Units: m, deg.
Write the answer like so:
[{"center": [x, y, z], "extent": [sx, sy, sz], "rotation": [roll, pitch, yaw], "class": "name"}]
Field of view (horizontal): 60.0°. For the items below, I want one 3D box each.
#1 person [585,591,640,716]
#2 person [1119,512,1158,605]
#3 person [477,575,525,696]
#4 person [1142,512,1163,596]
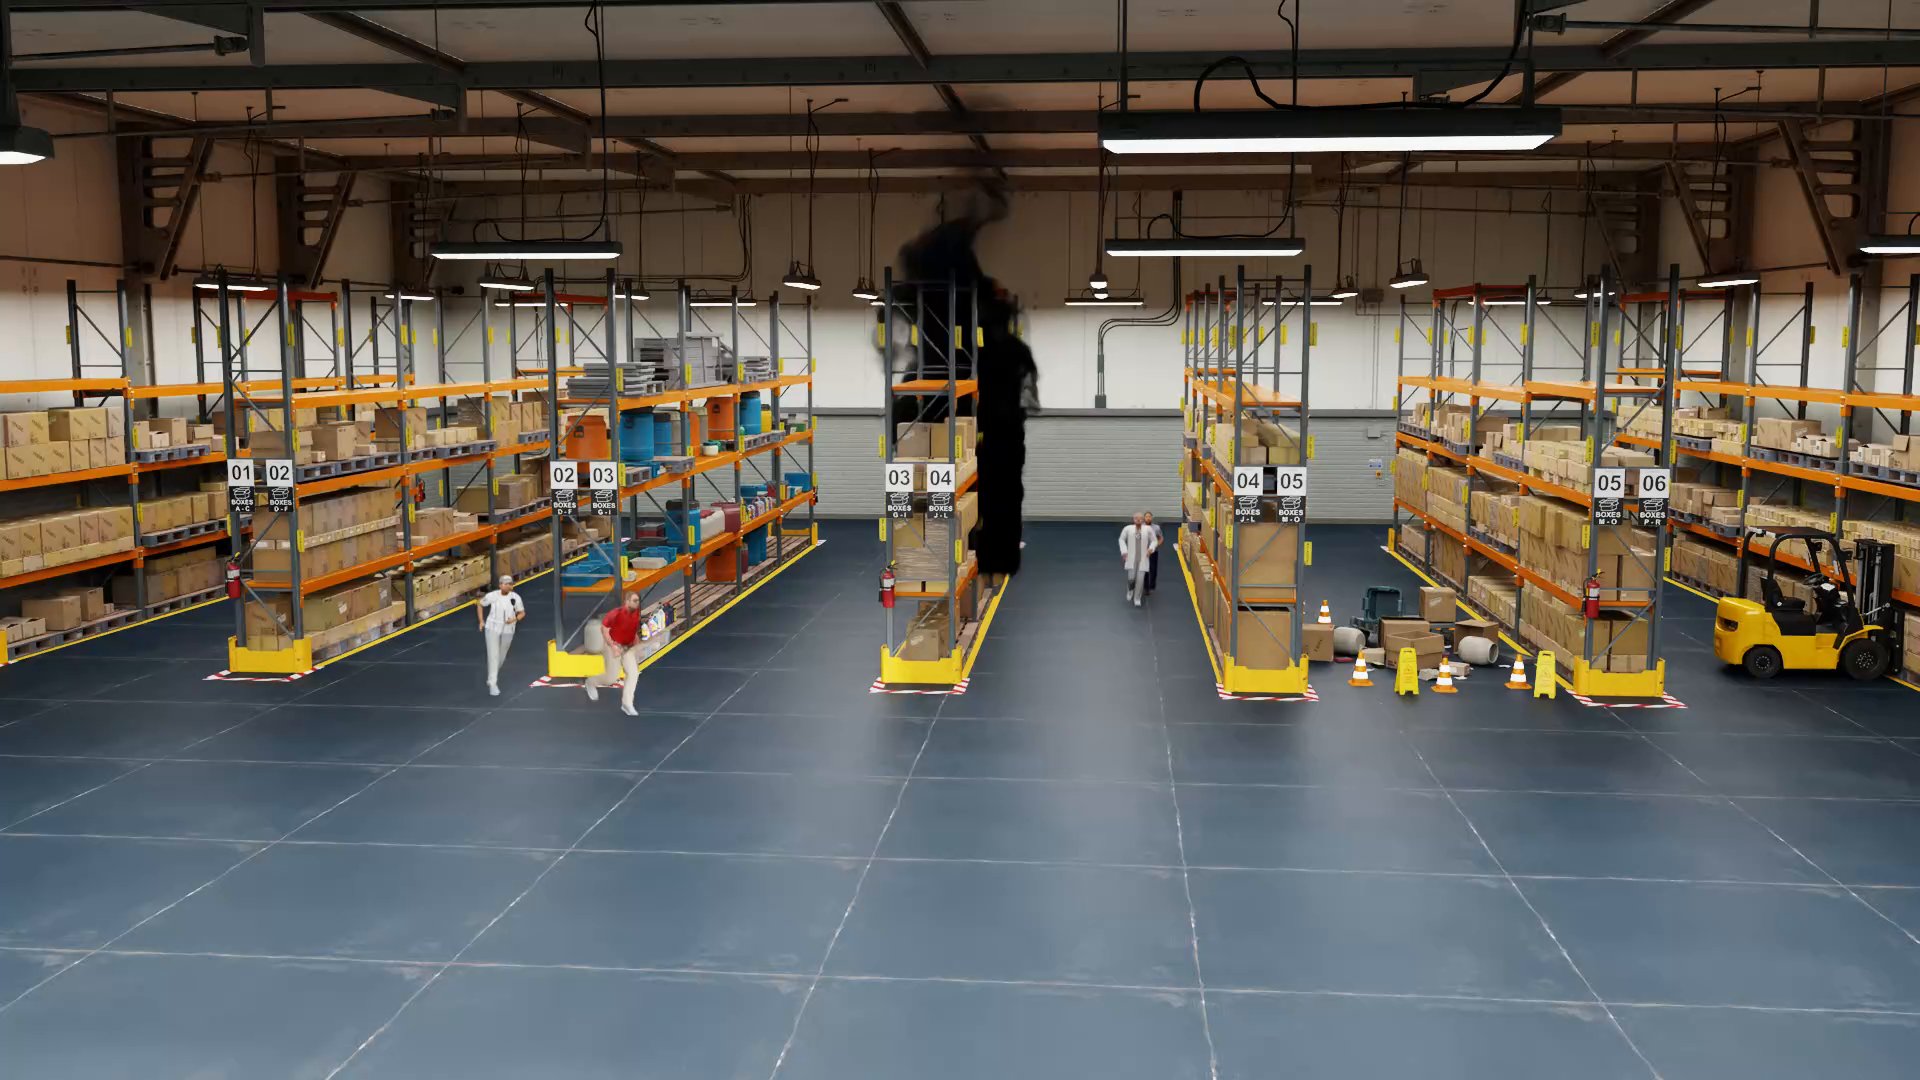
[{"center": [-4.655, 1.503, 22.363], "extent": [0.947, 1.704, 0.674], "rotation": [4, 8, 28], "class": "person"}, {"center": [3.353, 0.357, 31.250], "extent": [0.727, 1.732, 0.633], "rotation": [1, 7, 4], "class": "person"}, {"center": [-6.521, 1.317, 23.706], "extent": [0.642, 1.646, 0.871], "rotation": [-4, 8, -27], "class": "person"}, {"center": [3.663, 0.259, 32.532], "extent": [0.616, 1.614, 0.679], "rotation": [0, 7, 4], "class": "person"}]
